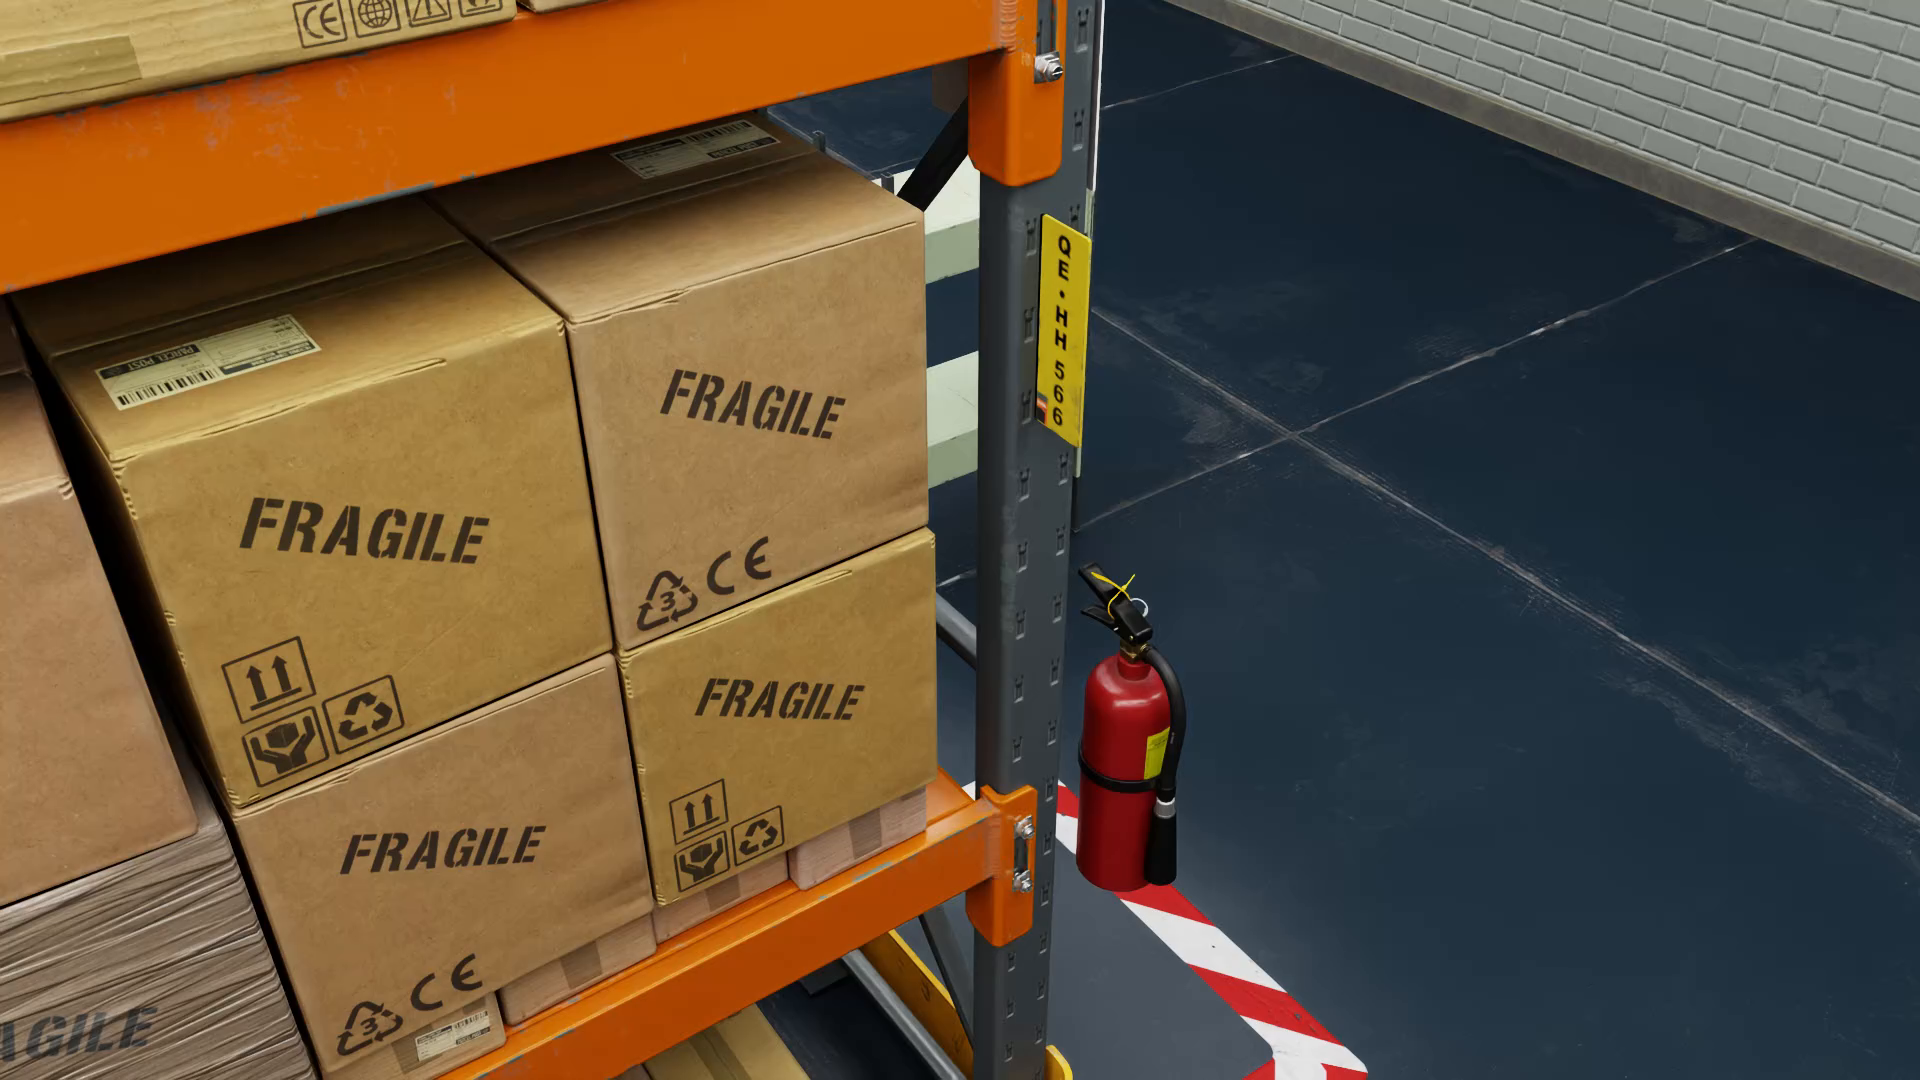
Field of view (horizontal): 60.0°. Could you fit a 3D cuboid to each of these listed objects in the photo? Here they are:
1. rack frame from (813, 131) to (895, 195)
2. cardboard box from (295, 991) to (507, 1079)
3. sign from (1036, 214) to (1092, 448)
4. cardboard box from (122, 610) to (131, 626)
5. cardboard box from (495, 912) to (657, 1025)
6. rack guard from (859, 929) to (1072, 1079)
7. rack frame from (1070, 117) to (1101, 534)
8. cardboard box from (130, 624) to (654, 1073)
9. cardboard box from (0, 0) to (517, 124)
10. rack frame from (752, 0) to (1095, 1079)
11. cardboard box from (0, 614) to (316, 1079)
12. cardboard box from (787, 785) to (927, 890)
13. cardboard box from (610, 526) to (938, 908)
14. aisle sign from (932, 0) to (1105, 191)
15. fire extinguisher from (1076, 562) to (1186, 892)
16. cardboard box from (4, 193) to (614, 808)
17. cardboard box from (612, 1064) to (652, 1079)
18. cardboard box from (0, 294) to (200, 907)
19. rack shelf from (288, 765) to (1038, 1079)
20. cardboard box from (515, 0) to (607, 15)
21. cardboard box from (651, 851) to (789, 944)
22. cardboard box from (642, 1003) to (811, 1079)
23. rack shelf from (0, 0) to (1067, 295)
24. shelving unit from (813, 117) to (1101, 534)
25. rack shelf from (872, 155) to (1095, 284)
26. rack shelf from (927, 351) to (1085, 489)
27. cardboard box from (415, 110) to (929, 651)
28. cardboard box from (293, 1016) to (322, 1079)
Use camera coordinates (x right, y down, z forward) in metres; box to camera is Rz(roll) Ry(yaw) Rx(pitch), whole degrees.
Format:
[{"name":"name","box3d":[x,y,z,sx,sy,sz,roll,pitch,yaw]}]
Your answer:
[{"name":"rack frame","box3d":[-0.305,-0.484,5.138,0.023,1.500,0.400,-22,41,-28]},{"name":"cardboard box","box3d":[-0.881,0.641,2.505,0.250,0.149,0.380,-21,41,-27]},{"name":"sign","box3d":[0.143,-0.286,2.317,0.005,0.325,0.100,-22,41,-28]},{"name":"cardboard box","box3d":[-1.109,0.090,2.715,0.500,0.500,0.500,-22,41,-28]},{"name":"cardboard box","box3d":[-0.685,0.544,2.640,0.250,0.149,0.380,-23,42,-28]},{"name":"rack guard","box3d":[-0.223,1.081,3.819,0.348,0.500,1.175,-22,41,-28]},{"name":"rack frame","box3d":[0.294,-0.730,5.480,0.023,1.500,0.400,-22,41,-28]},{"name":"cardboard box","box3d":[-0.804,0.324,2.391,0.500,0.500,0.500,-23,42,-29]},{"name":"cardboard box","box3d":[-0.793,-0.662,1.661,0.500,0.250,0.500,-22,41,-28]},{"name":"rack frame","box3d":[-0.161,0.040,3.125,0.127,3.000,1.000,-22,41,-28]},{"name":"cardboard box","box3d":[-1.212,0.499,2.147,0.500,0.500,0.500,-22,41,-28]},{"name":"cardboard box","box3d":[-0.264,0.387,2.858,0.250,0.149,0.380,-22,41,-28]},{"name":"cardboard box","box3d":[-0.380,0.153,2.628,0.500,0.500,0.500,-21,41,-27]},{"name":"aisle sign","box3d":[0.072,-0.896,2.201,0.004,0.787,0.394,-22,41,-28]},{"name":"fire extinguisher","box3d":[0.311,0.359,3.068,0.183,0.674,0.296,-22,41,-28]},{"name":"cardboard box","box3d":[-0.805,-0.084,2.101,0.500,0.500,0.500,-24,42,-29]},{"name":"cardboard box","box3d":[-0.686,1.142,3.166,0.250,0.149,0.380,-22,41,-27]},{"name":"cardboard box","box3d":[-1.225,0.095,1.852,0.500,0.500,0.500,-20,40,-26]},{"name":"rack shelf","box3d":[-1.795,1.005,2.400,4.000,0.370,1.077,-22,41,-28]},{"name":"cardboard box","box3d":[-0.380,-0.837,1.905,0.500,0.250,0.500,-23,42,-29]},{"name":"cardboard box","box3d":[-0.489,0.453,2.767,0.250,0.149,0.380,-22,41,-28]},{"name":"cardboard box","box3d":[-0.447,1.085,3.245,0.250,0.149,0.380,-22,41,-27]},{"name":"rack shelf","box3d":[-1.795,-0.213,1.524,4.000,0.370,1.077,-22,41,-28]},{"name":"shelving unit","box3d":[-0.005,-0.607,5.309,0.755,1.500,0.431,-22,41,-28]},{"name":"rack shelf","box3d":[-0.005,-0.923,5.081,0.720,0.370,0.431,-22,41,-28]},{"name":"rack shelf","box3d":[-0.005,-0.342,5.499,0.720,0.370,0.431,-22,41,-28]},{"name":"cardboard box","box3d":[-0.391,-0.254,2.338,0.500,0.500,0.500,-23,42,-29]},{"name":"cardboard box","box3d":[-1.113,0.716,2.401,0.250,0.149,0.380,-24,42,-30]}]
